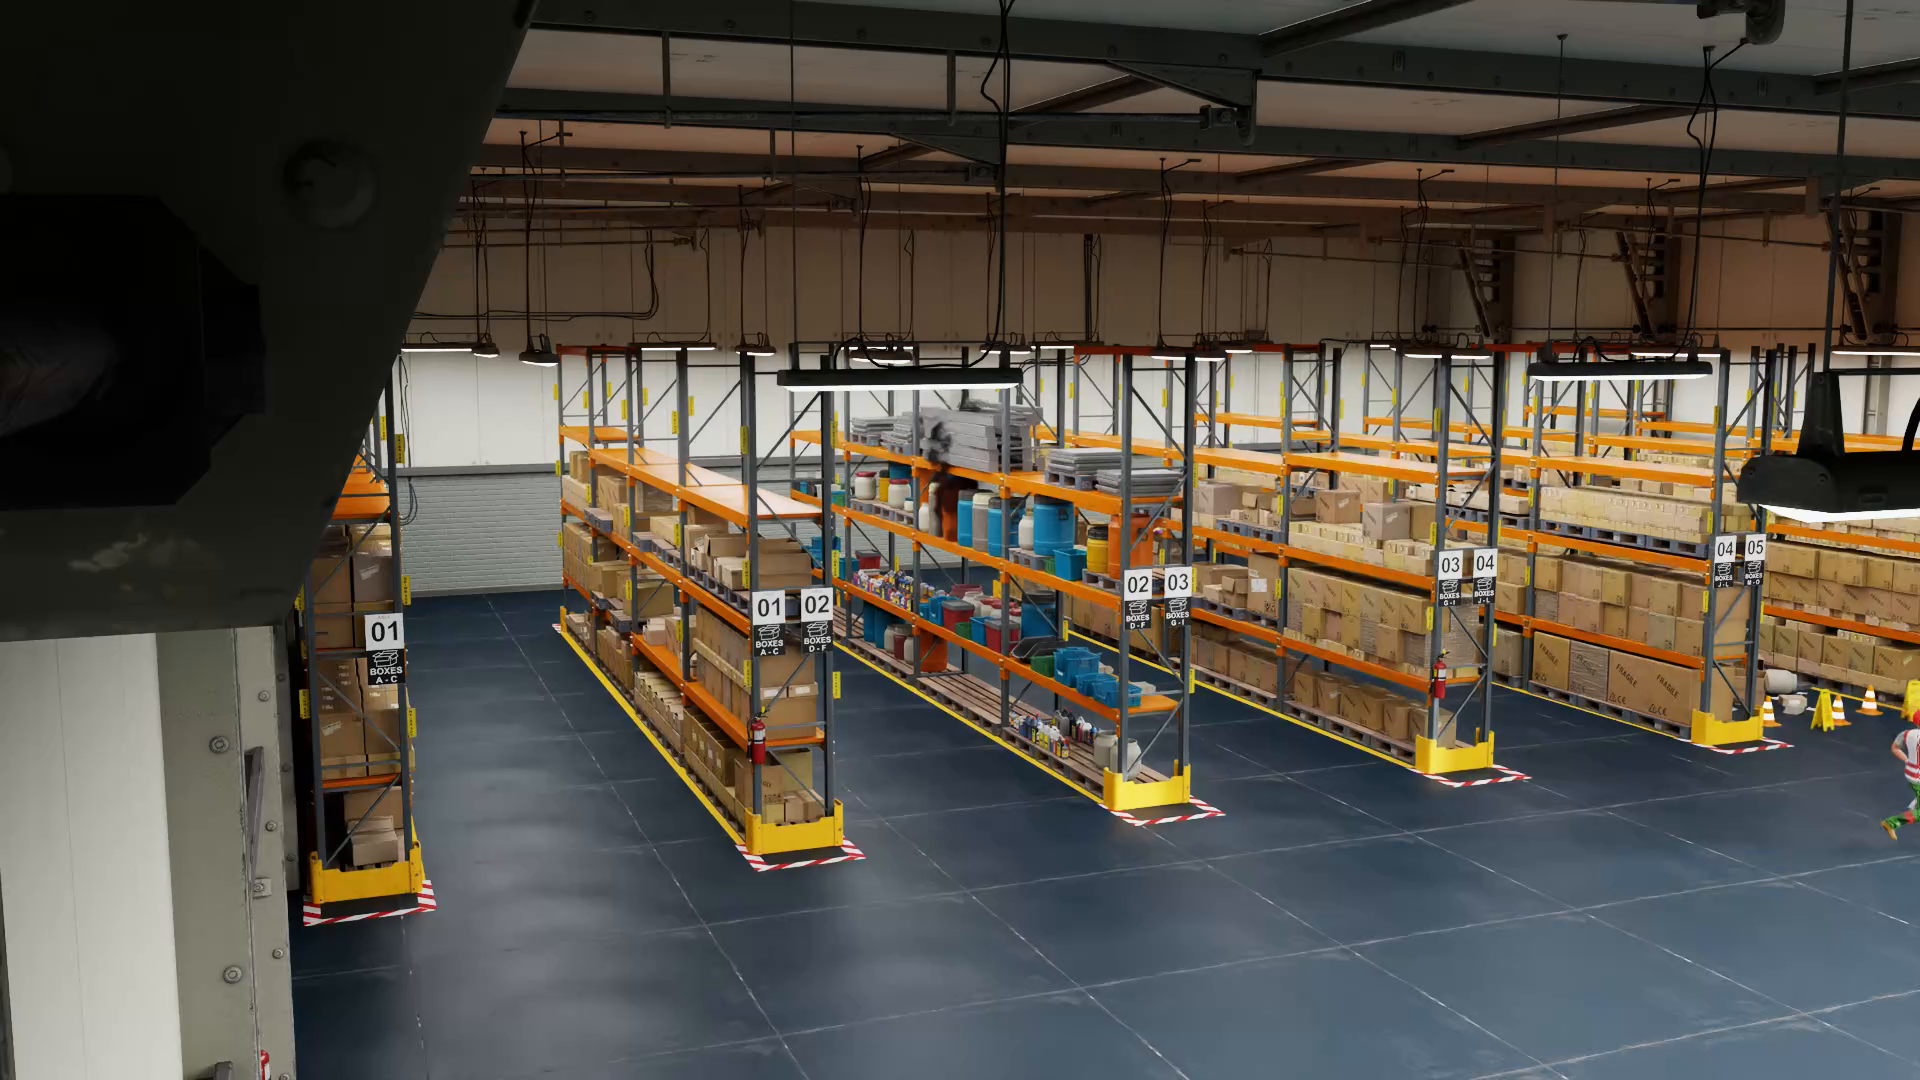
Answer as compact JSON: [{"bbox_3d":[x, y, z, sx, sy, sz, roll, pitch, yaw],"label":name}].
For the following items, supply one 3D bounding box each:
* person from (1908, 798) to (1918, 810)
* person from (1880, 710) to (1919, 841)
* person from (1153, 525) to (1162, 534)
[{"bbox_3d":[12.528,2.772,20.944,0.929,1.780,0.694,2,8,18],"label":"person"},{"bbox_3d":[11.586,2.912,20.118,0.869,1.772,0.657,0,7,4],"label":"person"},{"bbox_3d":[4.599,0.261,41.138,0.756,1.730,0.806,-3,8,-22],"label":"person"}]
